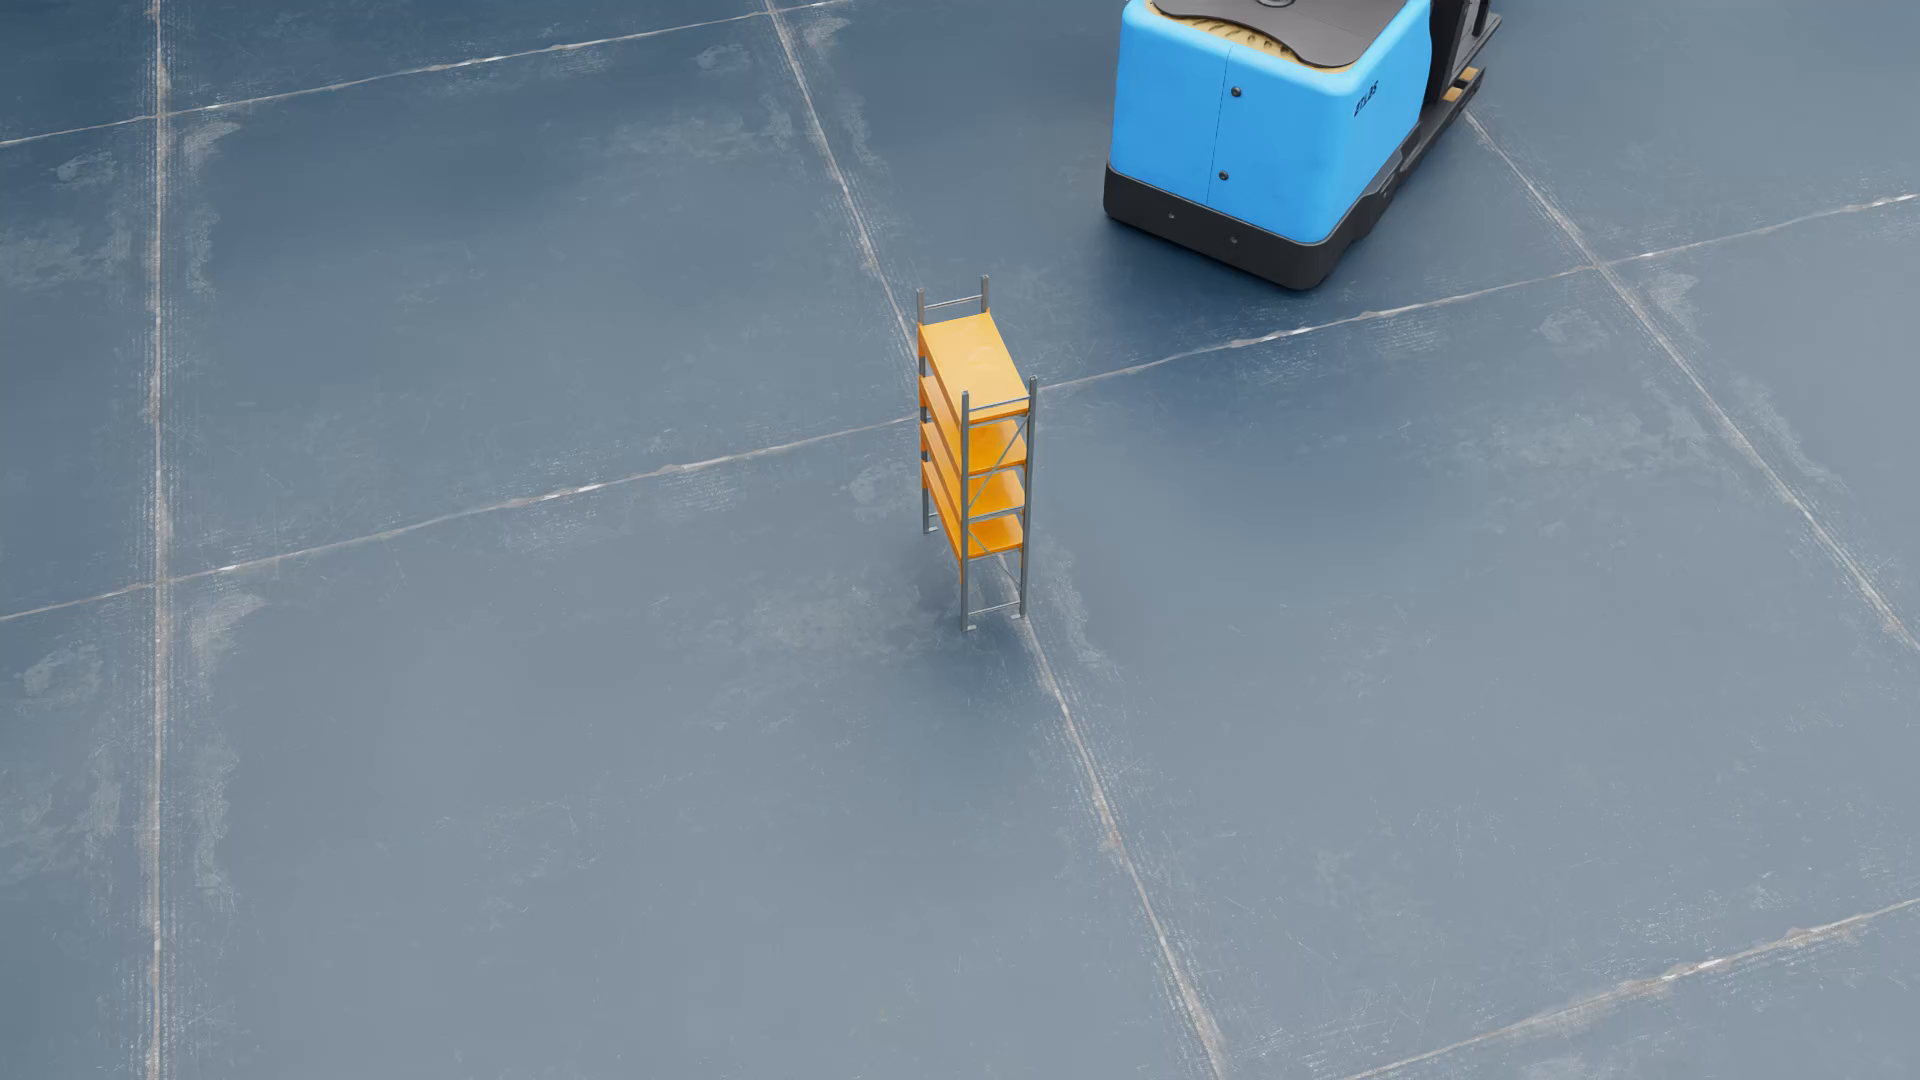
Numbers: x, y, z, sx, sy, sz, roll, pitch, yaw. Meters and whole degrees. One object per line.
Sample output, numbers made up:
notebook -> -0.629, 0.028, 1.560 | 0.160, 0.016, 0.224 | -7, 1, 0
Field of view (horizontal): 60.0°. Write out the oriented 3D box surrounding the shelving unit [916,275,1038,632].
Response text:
shelving unit -> 0.049, -0.266, 5.689 | 0.258, 1.200, 0.503 | -13, 51, -11

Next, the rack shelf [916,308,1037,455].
rack shelf -> 0.049, -0.519, 5.389 | 0.258, 0.148, 0.480 | -13, 51, -11

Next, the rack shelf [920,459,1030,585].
rack shelf -> 0.049, -0.094, 5.893 | 0.258, 0.148, 0.480 | -13, 51, -11

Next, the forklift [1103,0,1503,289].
forklift -> 1.862, -3.117, 6.961 | 1.130, 2.935, 3.031 | 26, 55, 21

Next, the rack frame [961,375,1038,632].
rack frame -> 0.121, -0.088, 5.539 | 0.240, 1.200, 0.015 | -13, 51, -11

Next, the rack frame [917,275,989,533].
rack frame -> -0.023, -0.444, 5.840 | 0.240, 1.200, 0.015 | -13, 51, -11

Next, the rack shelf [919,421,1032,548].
rack shelf -> 0.049, -0.222, 5.741 | 0.258, 0.148, 0.480 | -13, 51, -11

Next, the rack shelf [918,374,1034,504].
rack shelf -> 0.049, -0.367, 5.570 | 0.258, 0.148, 0.480 | -13, 51, -11
